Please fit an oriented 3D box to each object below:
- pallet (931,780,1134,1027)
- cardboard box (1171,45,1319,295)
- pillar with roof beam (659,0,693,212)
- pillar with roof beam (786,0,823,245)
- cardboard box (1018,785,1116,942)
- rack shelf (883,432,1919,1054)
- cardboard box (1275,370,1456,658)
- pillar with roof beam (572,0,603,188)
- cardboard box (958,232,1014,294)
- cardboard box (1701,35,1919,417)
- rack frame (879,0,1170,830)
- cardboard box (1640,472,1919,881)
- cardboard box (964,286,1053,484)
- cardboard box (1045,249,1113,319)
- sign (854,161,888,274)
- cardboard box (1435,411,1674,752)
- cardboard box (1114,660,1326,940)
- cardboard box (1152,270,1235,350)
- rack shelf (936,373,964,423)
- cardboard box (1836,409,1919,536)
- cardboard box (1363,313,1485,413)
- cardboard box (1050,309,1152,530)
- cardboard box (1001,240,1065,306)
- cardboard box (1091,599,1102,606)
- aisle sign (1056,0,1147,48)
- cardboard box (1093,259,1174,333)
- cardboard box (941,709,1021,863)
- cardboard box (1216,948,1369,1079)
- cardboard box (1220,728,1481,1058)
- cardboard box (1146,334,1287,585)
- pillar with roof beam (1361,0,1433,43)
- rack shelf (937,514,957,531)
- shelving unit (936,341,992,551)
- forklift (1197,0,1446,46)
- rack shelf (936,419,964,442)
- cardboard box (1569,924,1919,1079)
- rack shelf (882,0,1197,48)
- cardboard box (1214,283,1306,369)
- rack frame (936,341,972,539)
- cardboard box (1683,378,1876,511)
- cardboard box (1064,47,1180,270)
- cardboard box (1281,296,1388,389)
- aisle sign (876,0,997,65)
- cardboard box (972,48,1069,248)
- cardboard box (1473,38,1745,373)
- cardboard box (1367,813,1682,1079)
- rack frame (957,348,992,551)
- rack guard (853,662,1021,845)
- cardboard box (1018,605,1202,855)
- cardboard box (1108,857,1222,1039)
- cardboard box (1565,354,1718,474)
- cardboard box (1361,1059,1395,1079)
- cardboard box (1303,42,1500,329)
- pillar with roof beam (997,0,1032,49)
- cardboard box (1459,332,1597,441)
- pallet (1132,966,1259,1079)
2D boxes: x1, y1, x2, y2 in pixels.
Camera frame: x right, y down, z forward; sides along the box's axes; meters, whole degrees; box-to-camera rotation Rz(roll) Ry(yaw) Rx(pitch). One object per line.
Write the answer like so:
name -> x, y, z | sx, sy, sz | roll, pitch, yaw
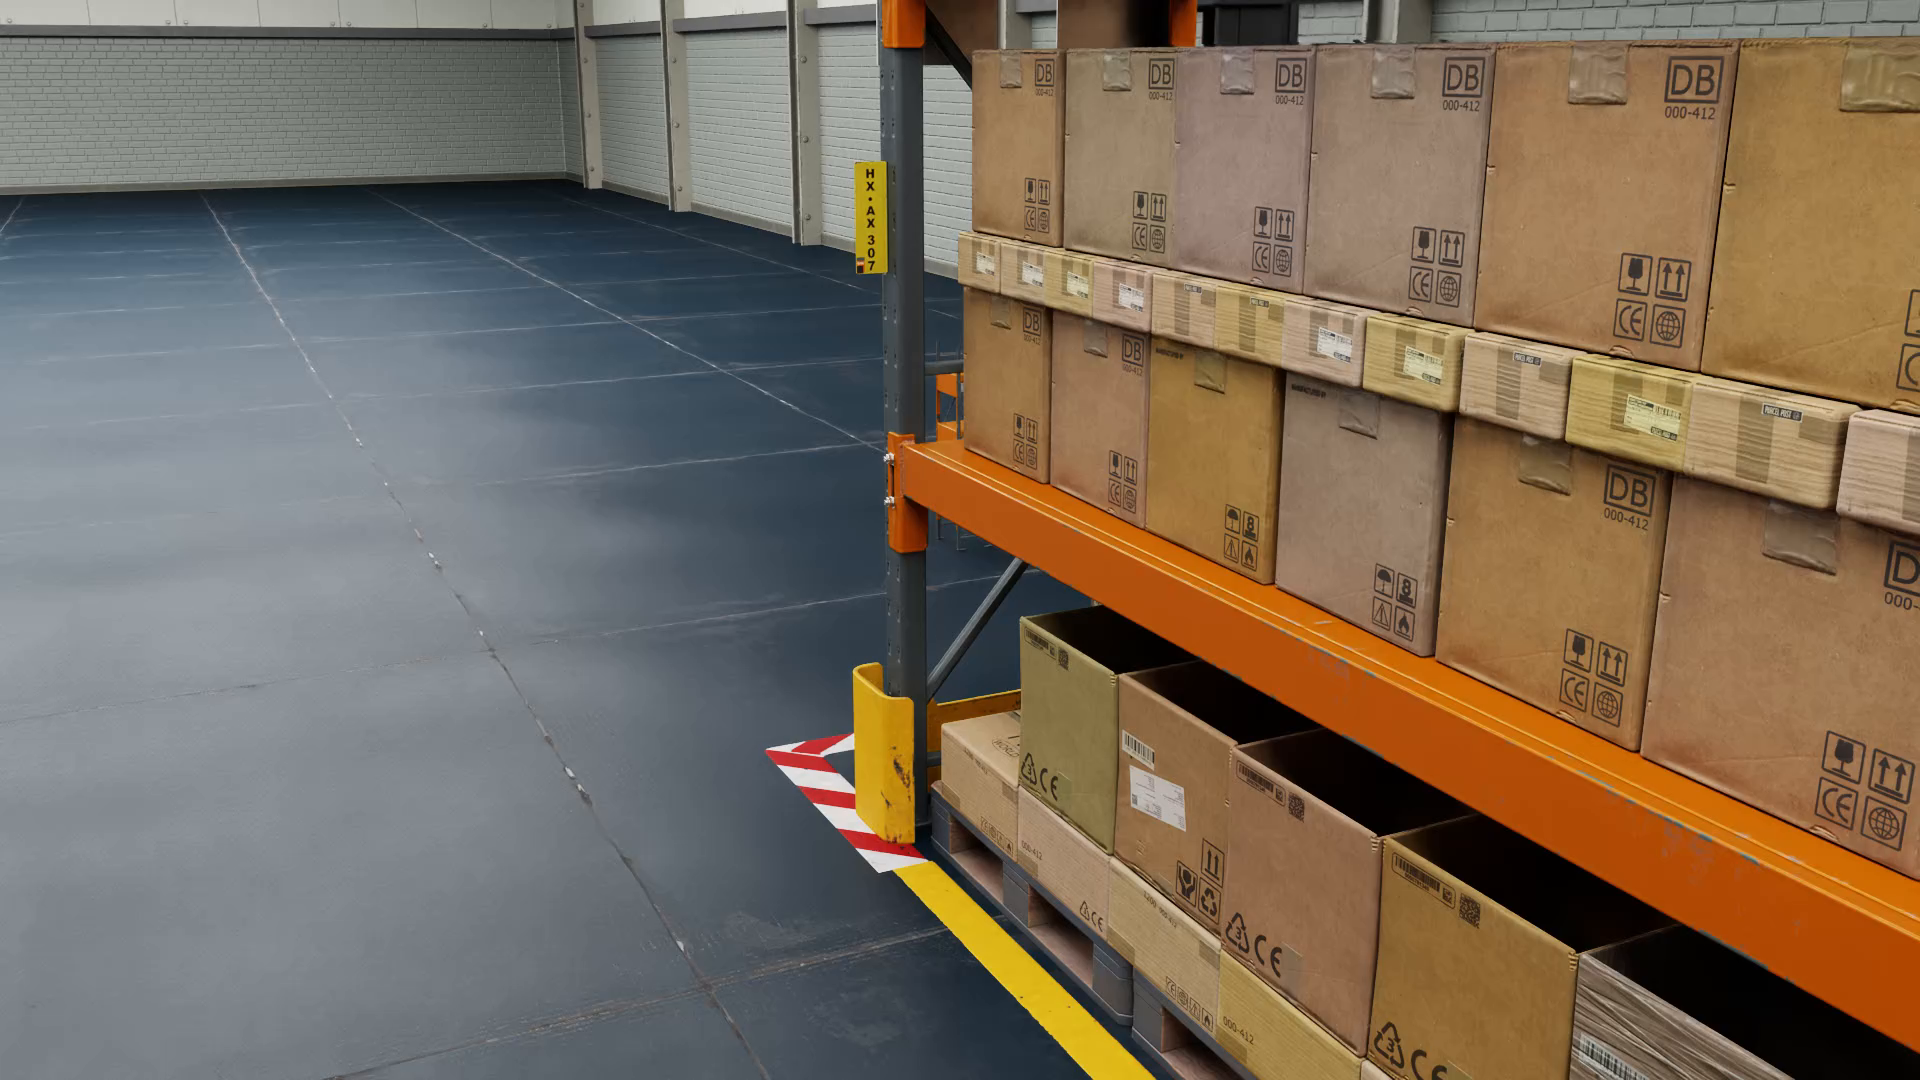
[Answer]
pallet -> 0.611, 0.961, 5.019 | 1.003, 0.211, 1.213 | -8, 18, -25
cardboard box -> 0.912, -0.851, 3.743 | 0.700, 0.500, 0.500 | -8, 18, -25
pillar with roof beam -> -8.610, -9.409, 25.223 | 9.100, 9.000, 0.400 | -8, 18, -25
pillar with roof beam -> -5.981, -7.921, 20.039 | 9.100, 9.000, 0.400 | -8, 18, -25
cardboard box -> 0.496, 0.839, 4.612 | 0.500, 0.250, 0.500 | -8, 18, -25
rack shelf -> 1.115, 0.278, 3.649 | 1.077, 0.370, 4.000 | -8, 18, -25
cardboard box -> 1.112, -0.111, 3.519 | 0.700, 0.500, 0.500 | -7, 17, -23
pillar with roof beam -> -11.238, -10.897, 30.408 | 9.100, 9.000, 0.400 | -8, 18, -25
cardboard box -> 0.217, -0.800, 4.745 | 0.380, 0.149, 0.250 | -8, 18, -25
cardboard box -> 1.569, -0.478, 2.446 | 0.700, 0.500, 0.500 | -8, 18, -25
rack frame -> 0.239, -0.564, 5.278 | 1.000, 3.000, 0.127 | -8, 18, -25
cardboard box -> 1.554, 0.141, 2.642 | 0.700, 0.500, 0.500 | -8, 18, -25
cardboard box -> 0.432, -0.495, 4.855 | 0.700, 0.500, 0.500 | -8, 18, -25
cardboard box -> 0.443, -0.673, 4.302 | 0.380, 0.149, 0.250 | -8, 18, -25
sign -> -0.263, -0.953, 4.919 | 0.100, 0.325, 0.005 | -8, 18, -25
cardboard box -> 1.338, 0.016, 3.077 | 0.700, 0.500, 0.500 | -7, 18, -24
cardboard box -> 0.725, 0.601, 4.081 | 0.500, 0.500, 0.500 | -8, 18, -25
cardboard box -> 0.671, -0.545, 3.853 | 0.380, 0.149, 0.250 | -8, 18, -27
rack shelf -> 0.023, -0.754, 8.484 | 0.215, 0.259, 0.240 | -8, 18, -25
cardboard box -> 1.456, -0.100, 2.303 | 0.380, 0.149, 0.250 | -8, 18, -27
cardboard box -> 1.005, -0.354, 3.189 | 0.380, 0.149, 0.250 | -7, 17, -23
cardboard box -> 0.666, -0.365, 4.404 | 0.700, 0.500, 0.500 | -7, 17, -23
cardboard box -> 0.335, -0.735, 4.518 | 0.380, 0.149, 0.250 | -8, 18, -26
cardboard box -> 0.741, 0.292, 5.158 | 0.500, 0.500, 0.500 | -8, 18, -25
aisle sign -> 0.474, -1.865, 5.100 | 0.394, 0.787, 0.004 | -8, 18, -25
cardboard box -> 0.552, -0.610, 4.083 | 0.380, 0.149, 0.250 | -8, 18, -26
cardboard box -> 0.274, 0.716, 5.042 | 0.500, 0.250, 0.500 | -8, 18, -25
cardboard box -> 0.929, 1.088, 3.745 | 0.500, 0.250, 0.500 | -8, 18, -25
cardboard box -> 0.928, 0.728, 3.641 | 0.500, 0.500, 0.500 | -8, 18, -25
cardboard box -> 0.878, -0.241, 3.972 | 0.700, 0.500, 0.500 | -8, 18, -25
pillar with roof beam -> -0.724, -4.946, 9.670 | 9.100, 9.000, 0.400 | -8, 18, -25
rack shelf -> 0.023, -0.214, 8.639 | 0.215, 0.259, 0.240 | -8, 18, -25
shelving unit -> 0.023, -0.491, 8.560 | 0.215, 1.050, 0.252 | -8, 18, -25
forklift -> 1.904, -1.388, 8.272 | 3.031, 2.935, 1.130 | 1, 16, 3
rack shelf -> 0.023, -0.481, 8.563 | 0.215, 0.259, 0.240 | -8, 18, -25
cardboard box -> 1.383, 0.973, 2.785 | 0.500, 0.500, 0.500 | -8, 18, -25
rack shelf -> 1.115, -1.164, 3.235 | 1.077, 0.370, 4.000 | -8, 18, -25
cardboard box -> 0.783, -0.481, 3.633 | 0.380, 0.149, 0.250 | -8, 18, -26
rack frame -> -0.030, -0.522, 8.665 | 0.200, 1.050, 0.008 | -8, 18, -25
cardboard box -> 1.340, -0.165, 2.529 | 0.380, 0.149, 0.250 | -8, 18, -25
cardboard box -> 0.690, -0.975, 4.178 | 0.700, 0.500, 0.500 | -8, 18, -26
cardboard box -> 0.890, -0.419, 3.416 | 0.380, 0.149, 0.250 | -7, 18, -24
aisle sign -> -0.065, -1.793, 4.847 | 0.394, 0.787, 0.004 | -8, 18, -25
cardboard box -> 0.455, -1.105, 4.631 | 0.700, 0.500, 0.500 | -8, 18, -25
cardboard box -> 1.350, -0.602, 2.879 | 0.700, 0.500, 0.500 | -8, 18, -25
cardboard box -> 1.160, 0.850, 3.216 | 0.500, 0.500, 0.500 | -8, 18, -25
rack frame -> 0.077, -0.461, 8.454 | 0.200, 1.050, 0.008 | -8, 18, -25
rack guard -> 0.228, 0.632, 5.643 | 1.175, 0.500, 0.348 | -8, 18, -25
cardboard box -> 0.494, 0.479, 4.507 | 0.500, 0.500, 0.500 | -8, 18, -25
cardboard box -> 0.715, 0.963, 4.179 | 0.500, 0.250, 0.500 | -8, 18, -25
cardboard box -> 1.235, -0.226, 2.743 | 0.380, 0.149, 0.250 | -8, 18, -25
cardboard box -> 1.149, 1.212, 3.314 | 0.500, 0.250, 0.500 | -8, 18, -25
cardboard box -> 1.131, -0.726, 3.310 | 0.700, 0.500, 0.500 | -8, 18, -25
pillar with roof beam -> -3.353, -6.433, 14.855 | 9.100, 9.000, 0.400 | -8, 18, -25
cardboard box -> 1.124, -0.289, 2.961 | 0.380, 0.149, 0.250 | -7, 17, -23
pallet -> 1.142, 1.263, 3.967 | 1.003, 0.211, 1.213 | -8, 18, -25
